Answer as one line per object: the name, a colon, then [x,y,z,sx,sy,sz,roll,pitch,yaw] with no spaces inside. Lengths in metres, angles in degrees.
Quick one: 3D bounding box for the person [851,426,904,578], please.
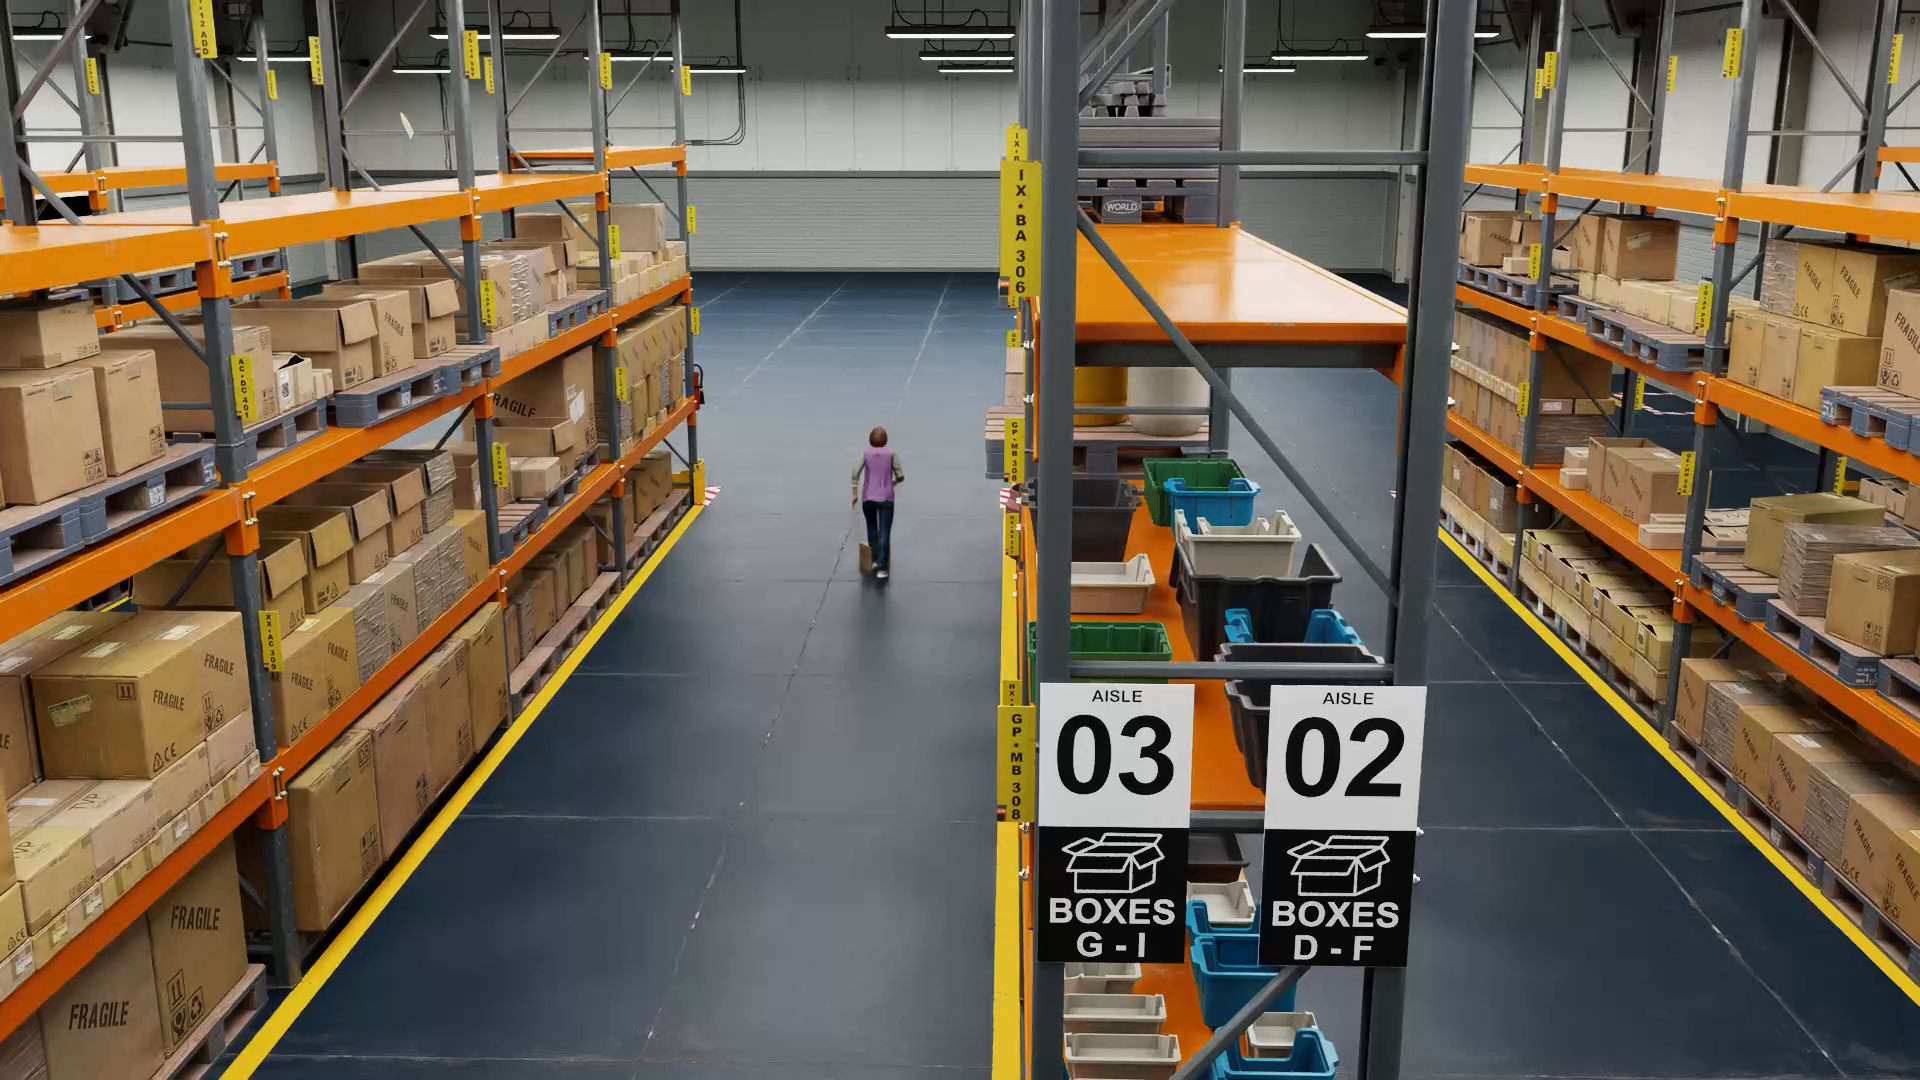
person: [-0.857,-0.396,17.211,0.529,1.514,0.858,2,14,8]
